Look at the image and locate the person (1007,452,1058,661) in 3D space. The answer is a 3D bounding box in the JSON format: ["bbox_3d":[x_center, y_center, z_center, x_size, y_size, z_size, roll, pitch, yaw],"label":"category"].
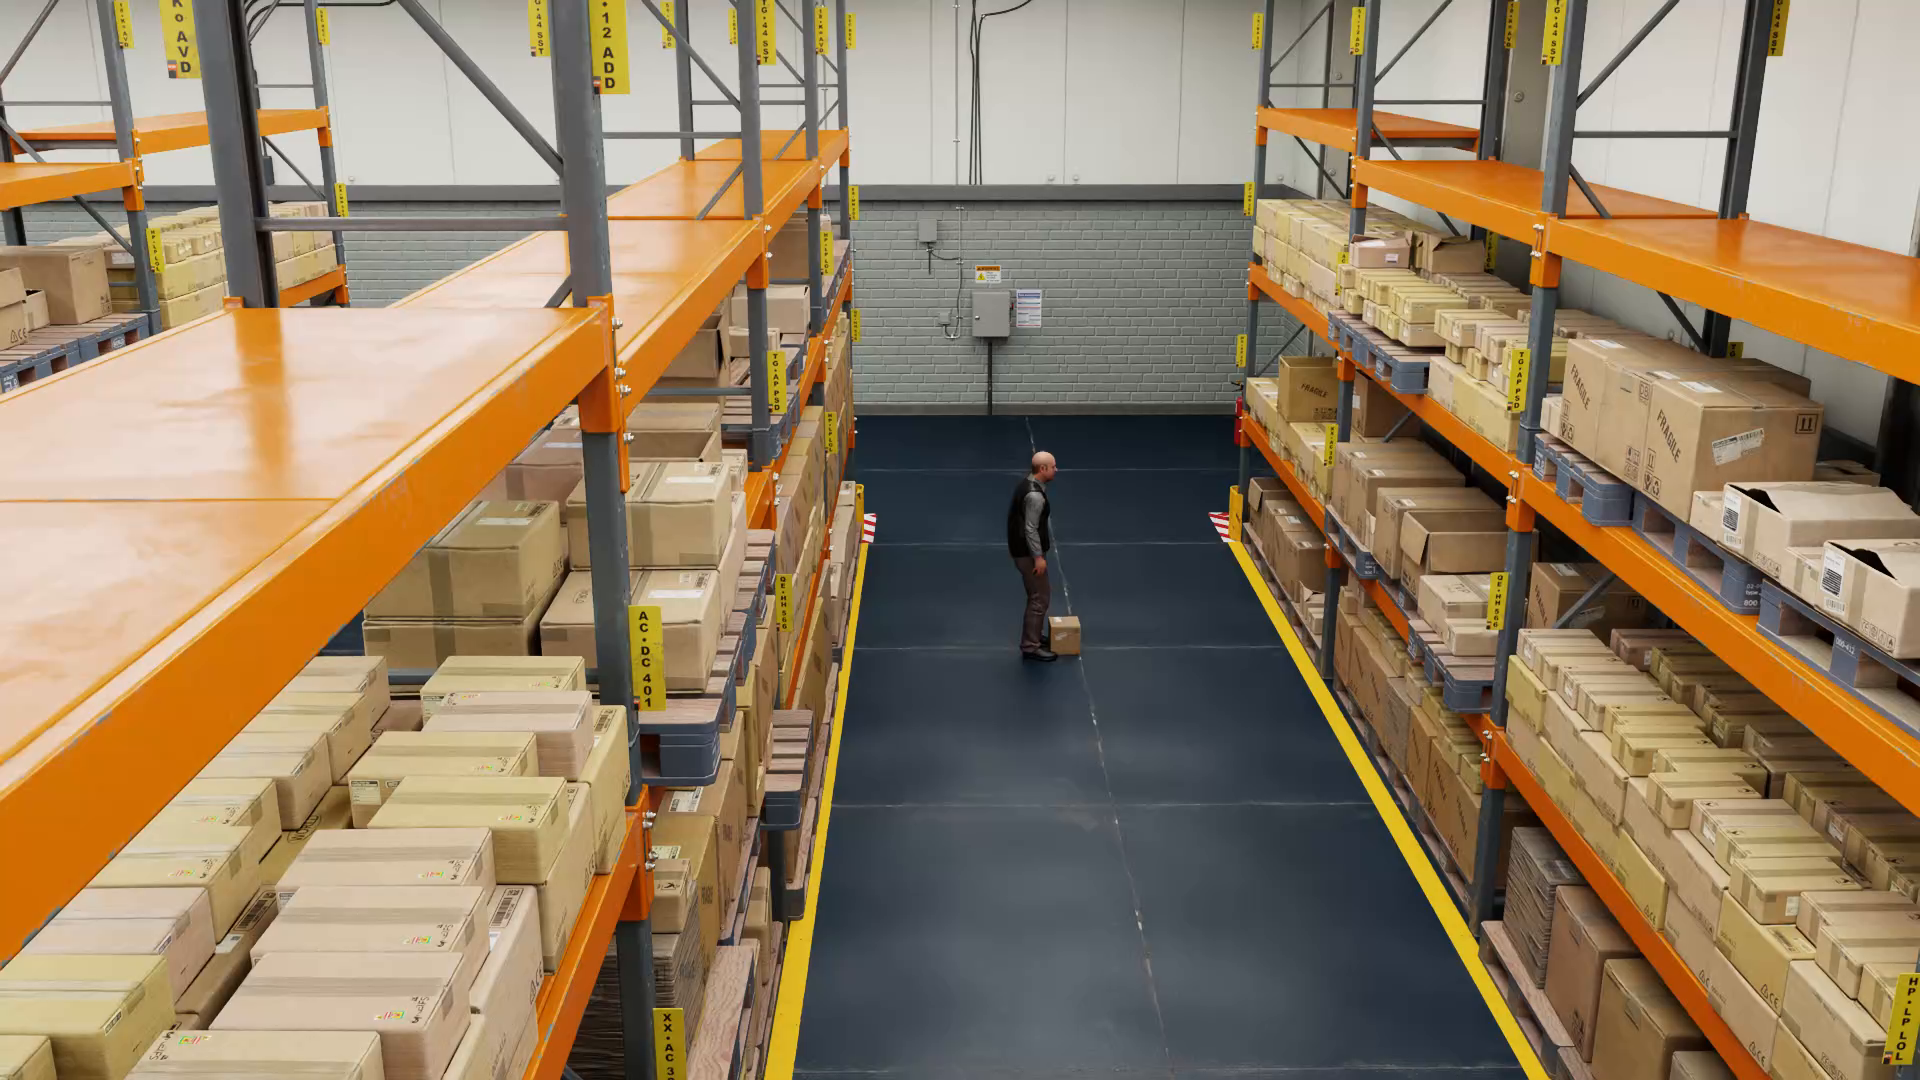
[{"bbox_3d":[0.621,0.109,13.809,0.467,1.720,0.579,0,17,-1],"label":"person"}]
